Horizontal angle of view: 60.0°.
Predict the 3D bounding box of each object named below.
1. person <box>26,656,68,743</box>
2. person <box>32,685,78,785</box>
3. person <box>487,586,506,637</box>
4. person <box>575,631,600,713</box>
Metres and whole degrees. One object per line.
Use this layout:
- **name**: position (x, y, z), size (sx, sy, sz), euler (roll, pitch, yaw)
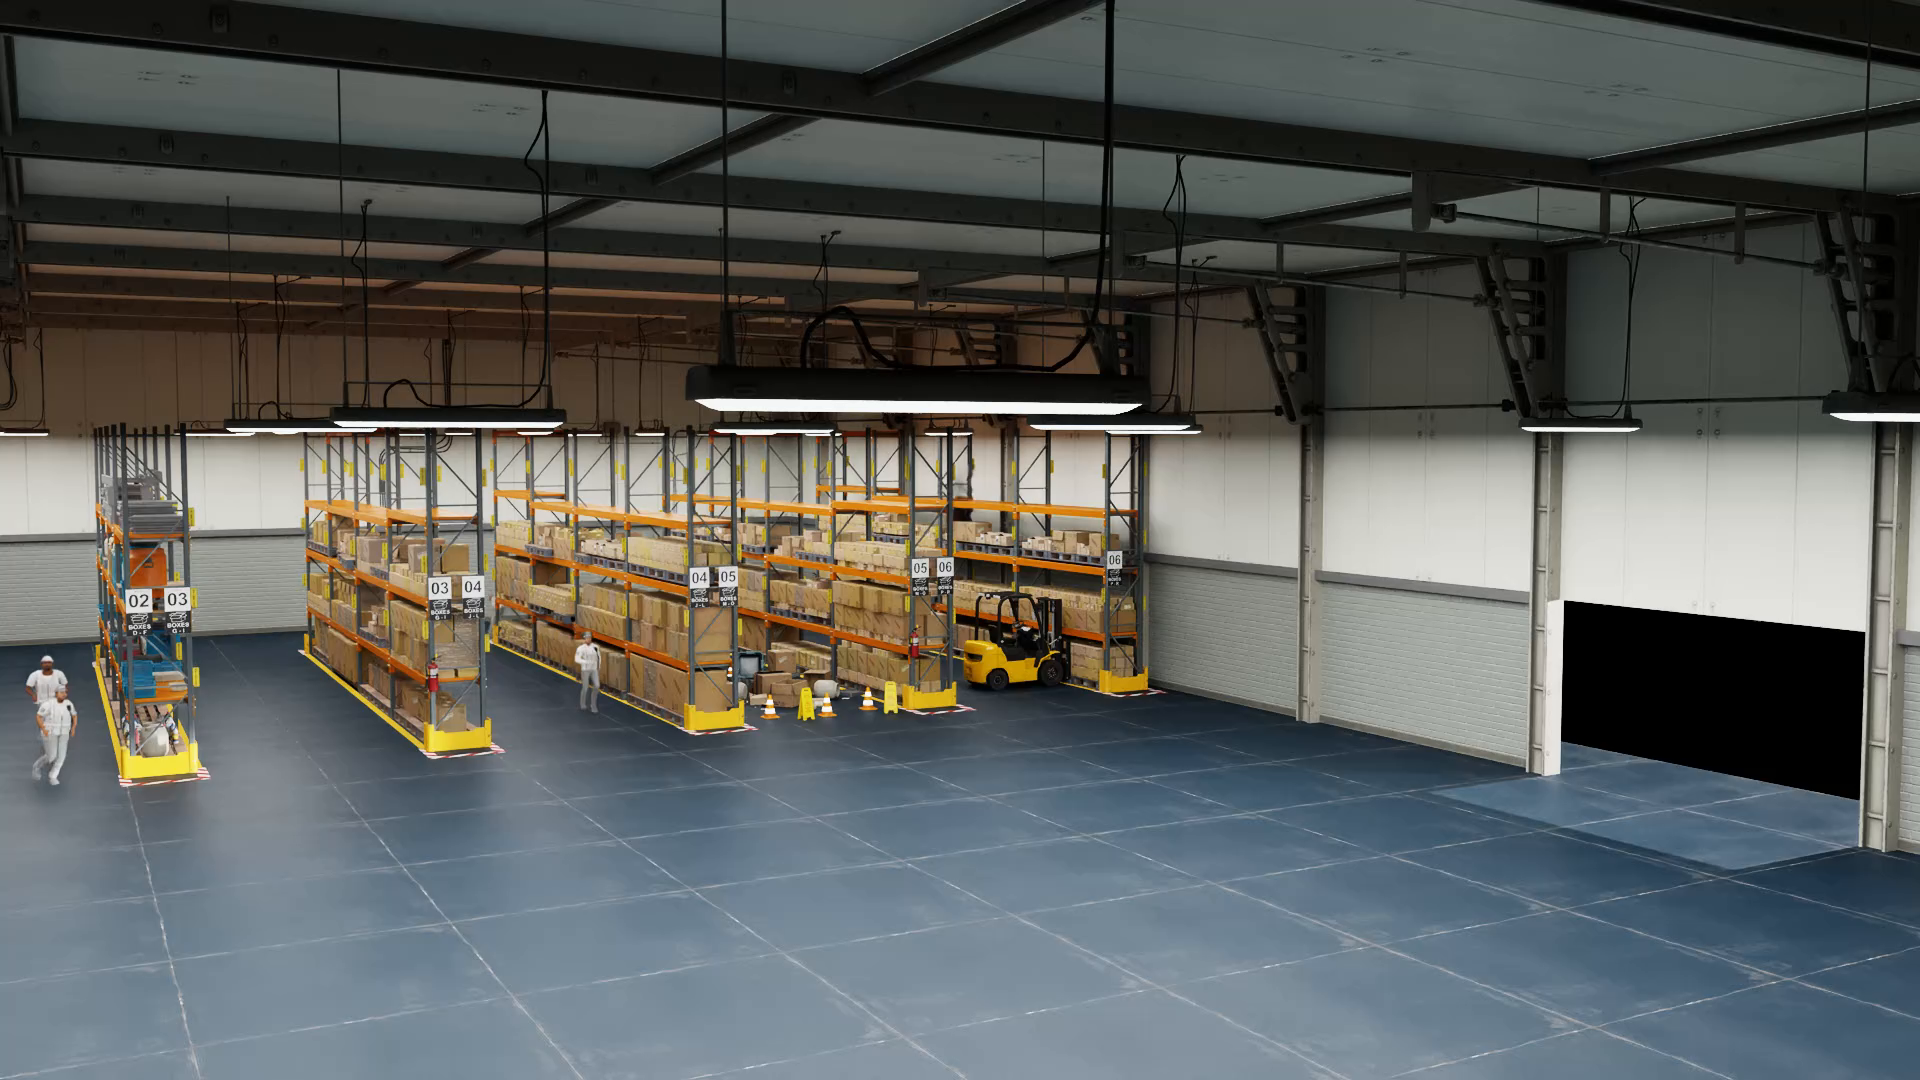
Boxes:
- **person**: position (-16.897, 2.993, 30.808), size (0.691, 1.720, 0.583), euler (-2, 4, -32)
- **person**: position (-15.116, 3.243, 27.822), size (0.540, 1.629, 0.674), euler (3, 4, 37)
- **person**: position (-13.352, 1.924, 48.088), size (0.993, 1.736, 0.698), euler (-3, 5, -41)
- **person**: position (-7.804, 2.773, 34.949), size (0.612, 1.740, 0.714), euler (-2, 4, -28)
